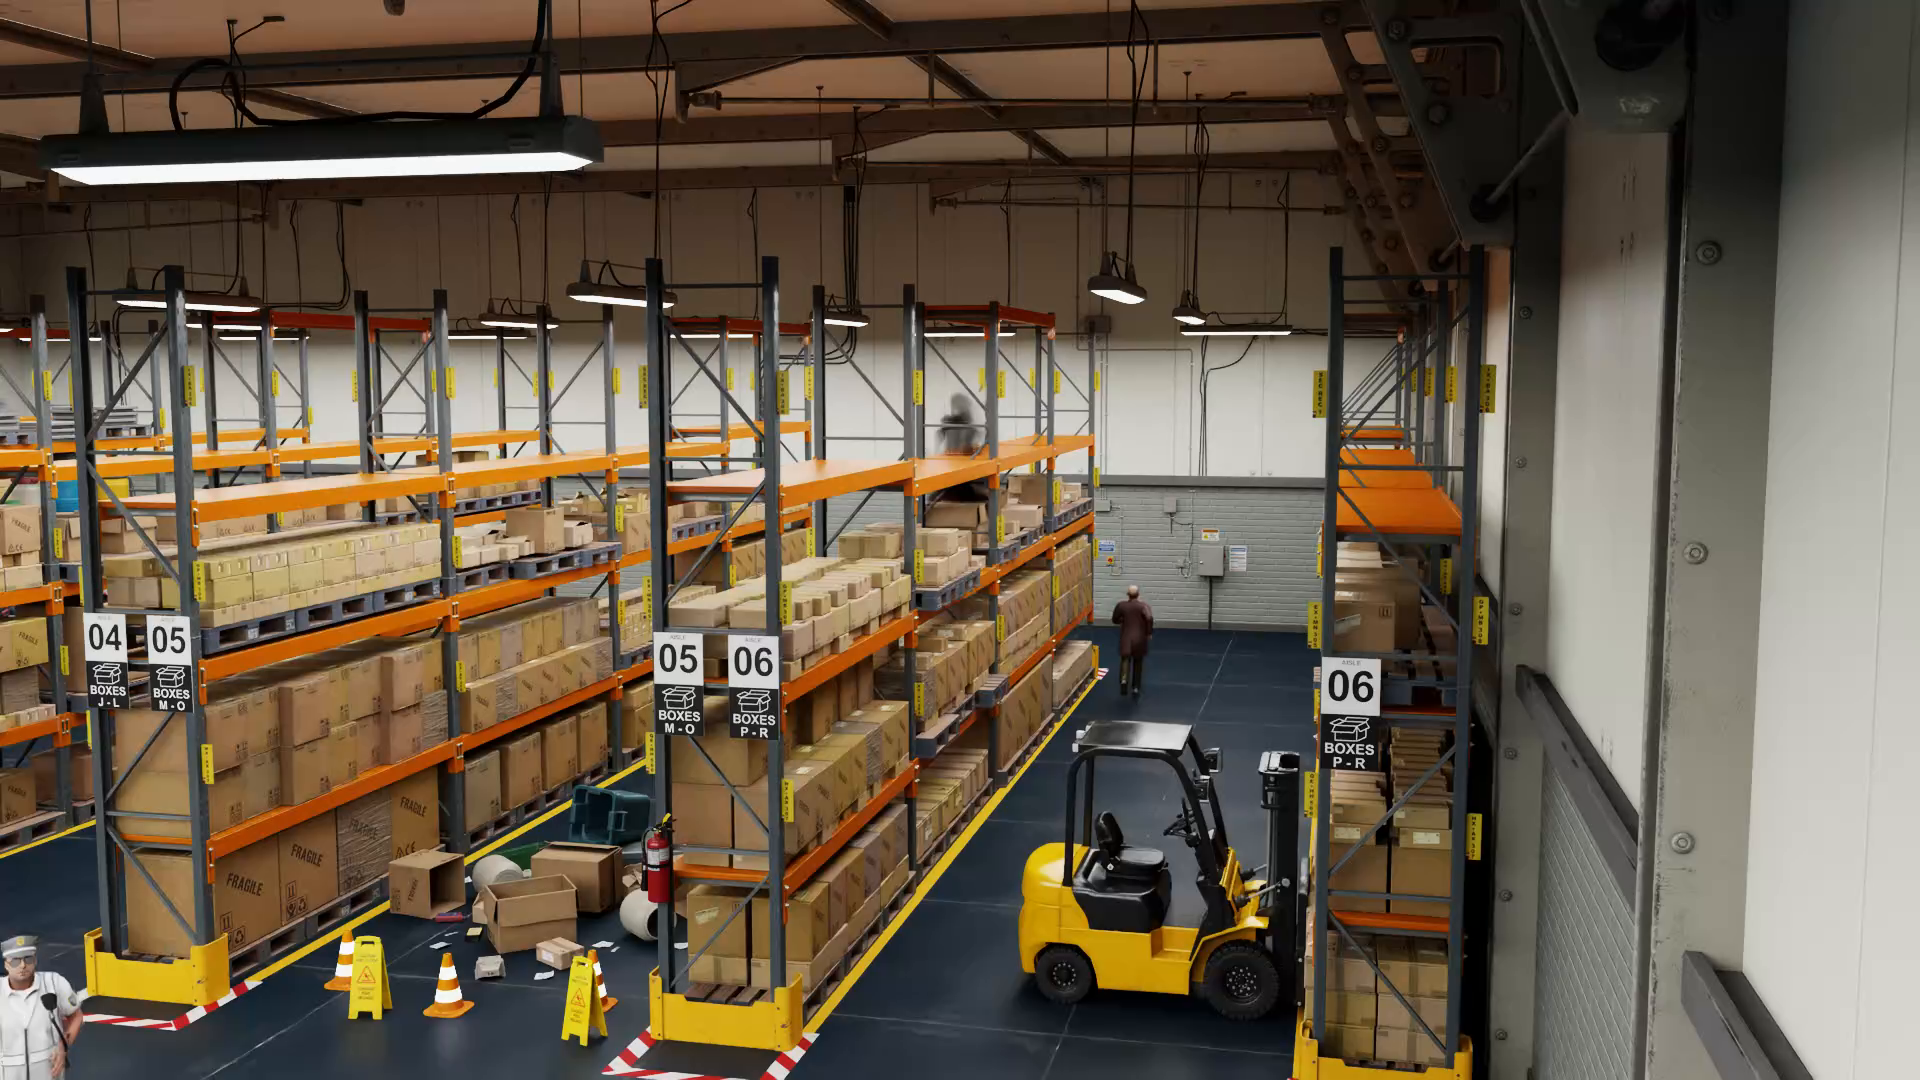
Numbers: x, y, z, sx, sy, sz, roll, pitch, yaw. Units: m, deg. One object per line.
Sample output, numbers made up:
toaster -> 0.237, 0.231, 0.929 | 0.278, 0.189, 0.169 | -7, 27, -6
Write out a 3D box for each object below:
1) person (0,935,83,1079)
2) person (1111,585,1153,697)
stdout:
person -> -5.754, 3.267, 10.228 | 0.672, 1.769, 0.710 | -4, 7, -33
person -> 2.726, 1.593, 26.290 | 0.704, 1.761, 1.049 | 1, 6, 14
